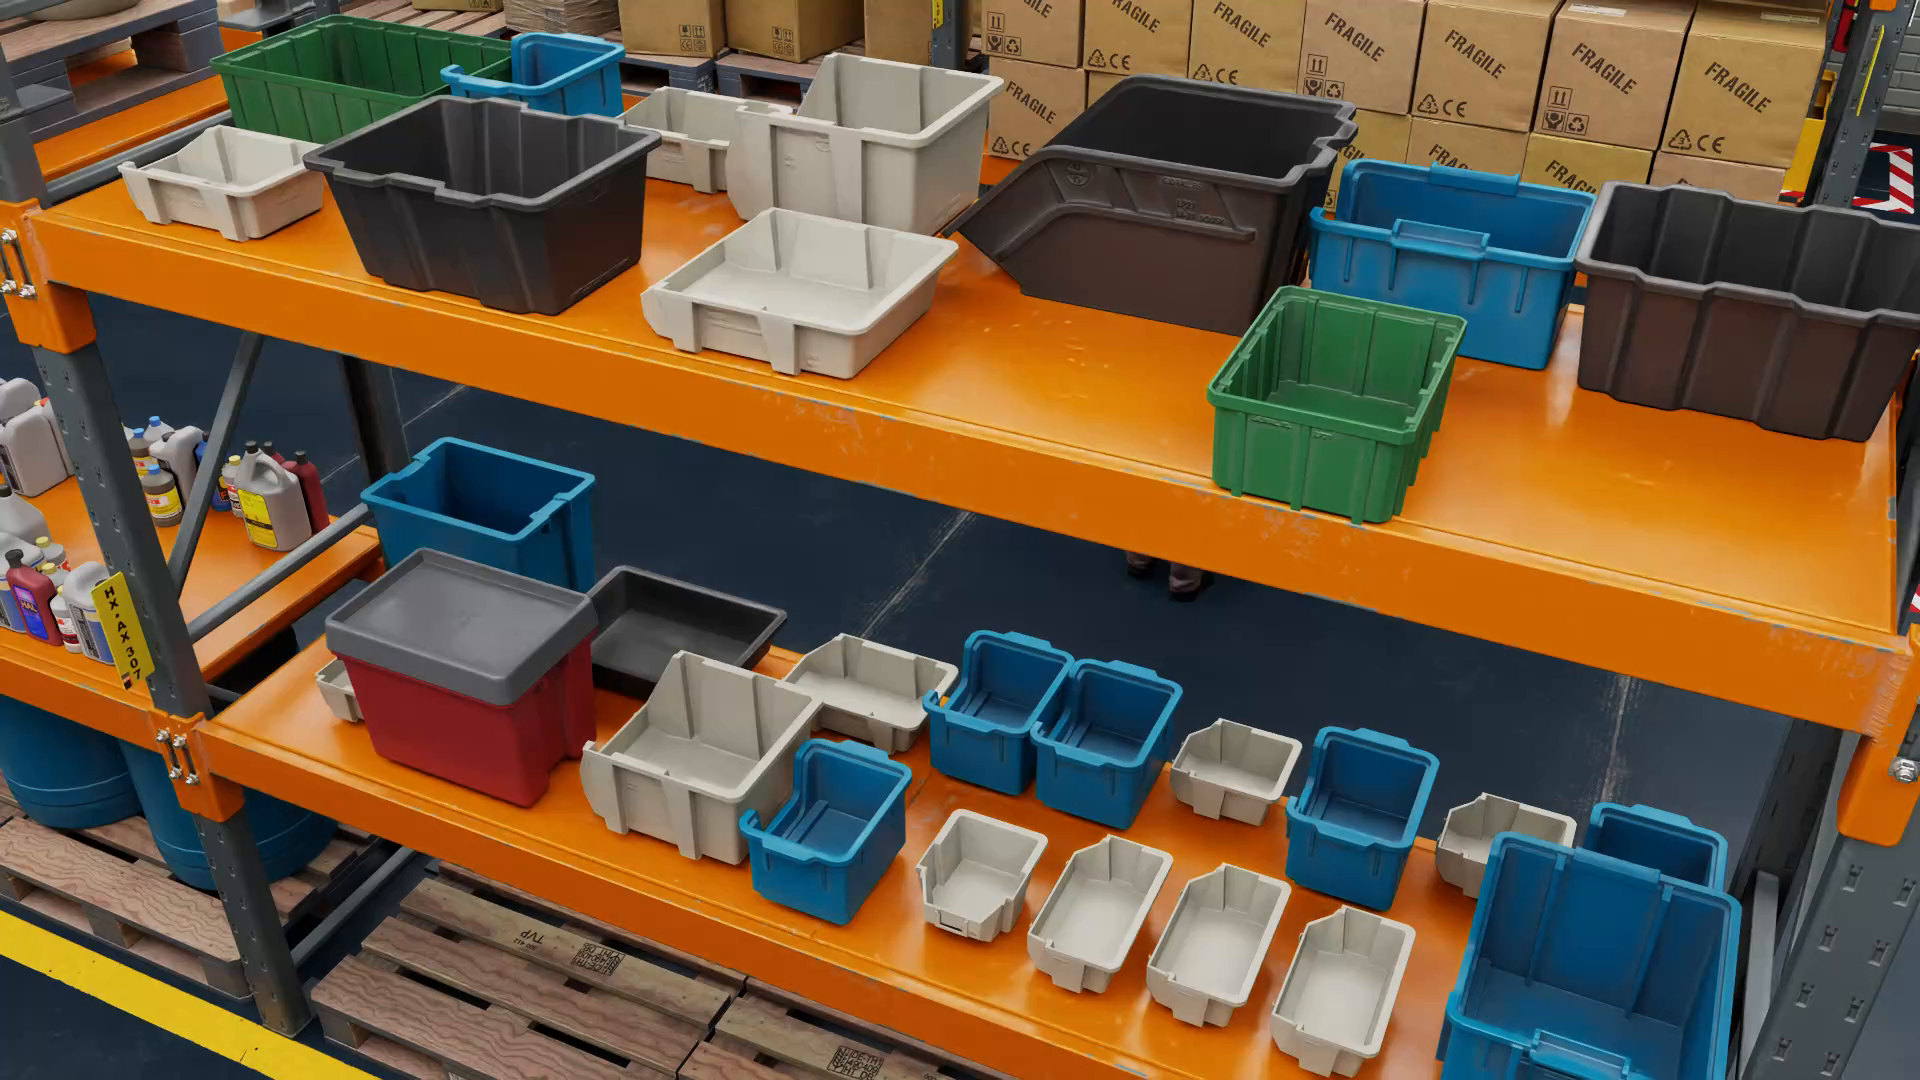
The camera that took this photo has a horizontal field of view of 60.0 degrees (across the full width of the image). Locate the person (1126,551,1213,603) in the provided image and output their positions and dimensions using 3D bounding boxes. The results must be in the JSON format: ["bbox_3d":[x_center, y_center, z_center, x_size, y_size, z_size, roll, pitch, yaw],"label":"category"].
[{"bbox_3d":[0.967,-0.533,6.992,0.555,1.745,0.431,14,36,20],"label":"person"}]
